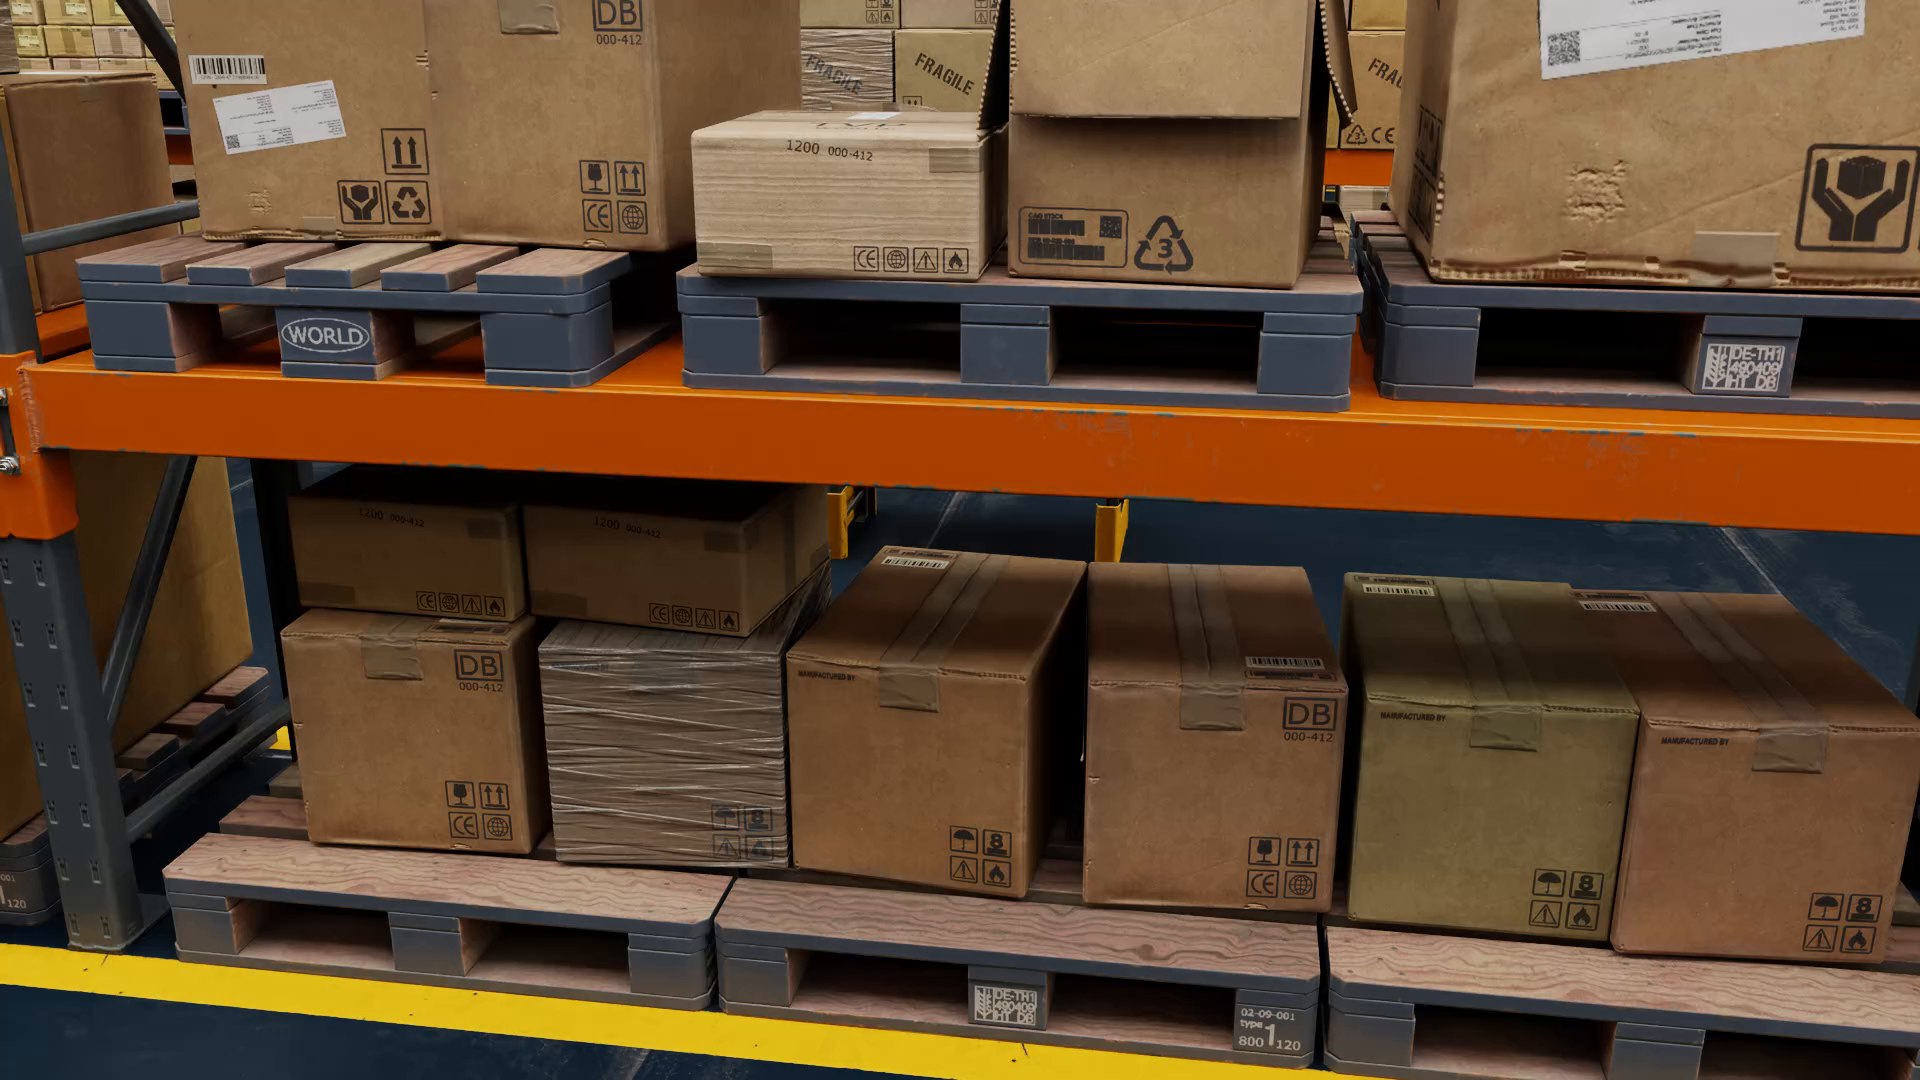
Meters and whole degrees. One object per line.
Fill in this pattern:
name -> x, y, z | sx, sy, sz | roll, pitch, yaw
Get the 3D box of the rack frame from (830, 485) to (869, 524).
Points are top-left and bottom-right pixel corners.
rack frame -> -0.418, -0.733, 6.129 | 0.032, 1.500, 0.500 | 3, 19, 9

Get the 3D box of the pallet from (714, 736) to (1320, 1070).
pallet -> 0.170, 0.744, 3.747 | 1.213, 0.211, 1.003 | 3, 19, 9

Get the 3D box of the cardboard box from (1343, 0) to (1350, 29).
cardboard box -> 1.535, -2.623, 7.683 | 0.500, 0.500, 0.700 | 3, 19, 9

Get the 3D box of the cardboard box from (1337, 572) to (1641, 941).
cardboard box -> 1.076, 0.430, 3.536 | 0.500, 0.500, 0.700 | 3, 19, 8

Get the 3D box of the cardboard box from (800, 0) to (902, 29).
cardboard box -> -0.474, -2.725, 7.986 | 0.500, 0.500, 0.700 | 3, 19, 8

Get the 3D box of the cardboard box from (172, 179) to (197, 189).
cardboard box -> -4.090, -1.841, 9.175 | 0.500, 0.250, 0.500 | 2, 19, 7

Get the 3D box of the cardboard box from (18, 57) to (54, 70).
cardboard box -> -4.549, -2.346, 8.323 | 0.250, 0.149, 0.380 | 2, 19, 6

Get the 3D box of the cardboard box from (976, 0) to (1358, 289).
cardboard box -> 0.421, -0.785, 3.098 | 0.637, 0.503, 0.797 | 5, 19, 14

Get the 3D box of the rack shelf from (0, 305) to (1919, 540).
rack shelf -> 0.172, -0.238, 3.422 | 4.000, 0.370, 1.077 | 3, 19, 9

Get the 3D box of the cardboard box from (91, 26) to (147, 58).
cardboard box -> -4.038, -2.462, 8.200 | 0.250, 0.149, 0.380 | 3, 19, 10

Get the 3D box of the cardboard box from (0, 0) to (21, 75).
cardboard box -> -2.522, -1.245, 3.559 | 0.637, 0.503, 0.797 | 4, 19, 11

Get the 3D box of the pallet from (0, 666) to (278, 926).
pallet -> -2.569, 0.579, 4.240 | 1.213, 0.211, 1.003 | 3, 19, 9

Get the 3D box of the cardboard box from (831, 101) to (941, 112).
cardboard box -> -0.113, -0.816, 3.566 | 0.258, 0.266, 0.396 | 2, 19, 7

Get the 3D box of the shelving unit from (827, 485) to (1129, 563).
shelving unit -> 0.075, -0.707, 6.054 | 1.083, 1.500, 0.587 | 3, 19, 9

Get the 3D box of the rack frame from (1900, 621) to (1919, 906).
rack frame -> 2.147, -0.479, 3.007 | 0.127, 3.000, 1.000 | 3, 19, 9

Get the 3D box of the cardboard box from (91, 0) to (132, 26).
cardboard box -> -4.020, -2.603, 8.151 | 0.250, 0.149, 0.380 | 3, 19, 9

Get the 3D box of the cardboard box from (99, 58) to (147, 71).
cardboard box -> -4.028, -2.321, 8.245 | 0.250, 0.149, 0.380 | 3, 19, 9

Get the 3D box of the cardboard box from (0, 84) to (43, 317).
cardboard box -> -2.329, -0.675, 3.435 | 0.500, 0.500, 0.500 | 4, 19, 10

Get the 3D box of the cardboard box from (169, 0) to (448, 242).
cardboard box -> -1.263, -0.912, 3.483 | 0.500, 0.500, 0.500 | 1, 19, 2

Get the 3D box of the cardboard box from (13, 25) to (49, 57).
cardboard box -> -4.549, -2.488, 8.276 | 0.250, 0.149, 0.380 | 3, 19, 10

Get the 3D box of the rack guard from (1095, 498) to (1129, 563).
rack guard -> 0.567, -0.090, 6.177 | 0.087, 0.250, 0.587 | 3, 19, 9

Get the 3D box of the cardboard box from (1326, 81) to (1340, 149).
cardboard box -> 1.478, -2.069, 7.600 | 0.500, 0.500, 0.500 | 3, 19, 9

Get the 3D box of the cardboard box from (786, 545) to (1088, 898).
cardboard box -> -0.027, 0.374, 3.703 | 0.500, 0.500, 0.700 | 5, 19, 13

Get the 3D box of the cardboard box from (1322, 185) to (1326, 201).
cardboard box -> 2.490, -2.597, 12.818 | 0.625, 0.372, 0.950 | 4, 19, 12

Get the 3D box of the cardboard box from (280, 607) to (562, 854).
cardboard box -> -1.138, 0.324, 3.854 | 0.500, 0.500, 0.700 | 2, 19, 6

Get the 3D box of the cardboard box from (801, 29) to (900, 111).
cardboard box -> -0.515, -2.169, 7.902 | 0.500, 0.500, 0.500 | 3, 19, 9

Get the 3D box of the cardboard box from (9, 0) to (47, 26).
cardboard box -> -4.549, -2.629, 8.228 | 0.250, 0.149, 0.380 | 4, 19, 11

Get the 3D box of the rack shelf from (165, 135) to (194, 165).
rack shelf -> -2.890, -1.989, 8.653 | 4.000, 0.370, 1.077 | 3, 19, 9

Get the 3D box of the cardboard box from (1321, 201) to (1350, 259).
cardboard box -> 1.455, -1.213, 8.084 | 0.750, 0.750, 1.050 | 3, 19, 9

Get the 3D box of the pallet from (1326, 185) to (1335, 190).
pallet -> 3.769, -3.841, 17.451 | 1.213, 0.211, 1.003 | 3, 19, 9

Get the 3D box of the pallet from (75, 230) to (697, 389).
pallet -> -1.082, -0.587, 3.632 | 1.003, 0.211, 1.213 | 3, 19, 9

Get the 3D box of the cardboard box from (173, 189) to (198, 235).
cardboard box -> -4.177, -1.680, 8.692 | 0.500, 0.250, 0.500 | 2, 19, 6

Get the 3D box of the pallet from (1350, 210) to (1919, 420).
pallet -> 1.416, -0.472, 3.289 | 1.213, 0.211, 1.003 | 3, 19, 9

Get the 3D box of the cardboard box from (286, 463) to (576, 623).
cardboard box -> -1.136, -0.035, 3.744 | 0.500, 0.250, 0.500 | 4, 19, 11
